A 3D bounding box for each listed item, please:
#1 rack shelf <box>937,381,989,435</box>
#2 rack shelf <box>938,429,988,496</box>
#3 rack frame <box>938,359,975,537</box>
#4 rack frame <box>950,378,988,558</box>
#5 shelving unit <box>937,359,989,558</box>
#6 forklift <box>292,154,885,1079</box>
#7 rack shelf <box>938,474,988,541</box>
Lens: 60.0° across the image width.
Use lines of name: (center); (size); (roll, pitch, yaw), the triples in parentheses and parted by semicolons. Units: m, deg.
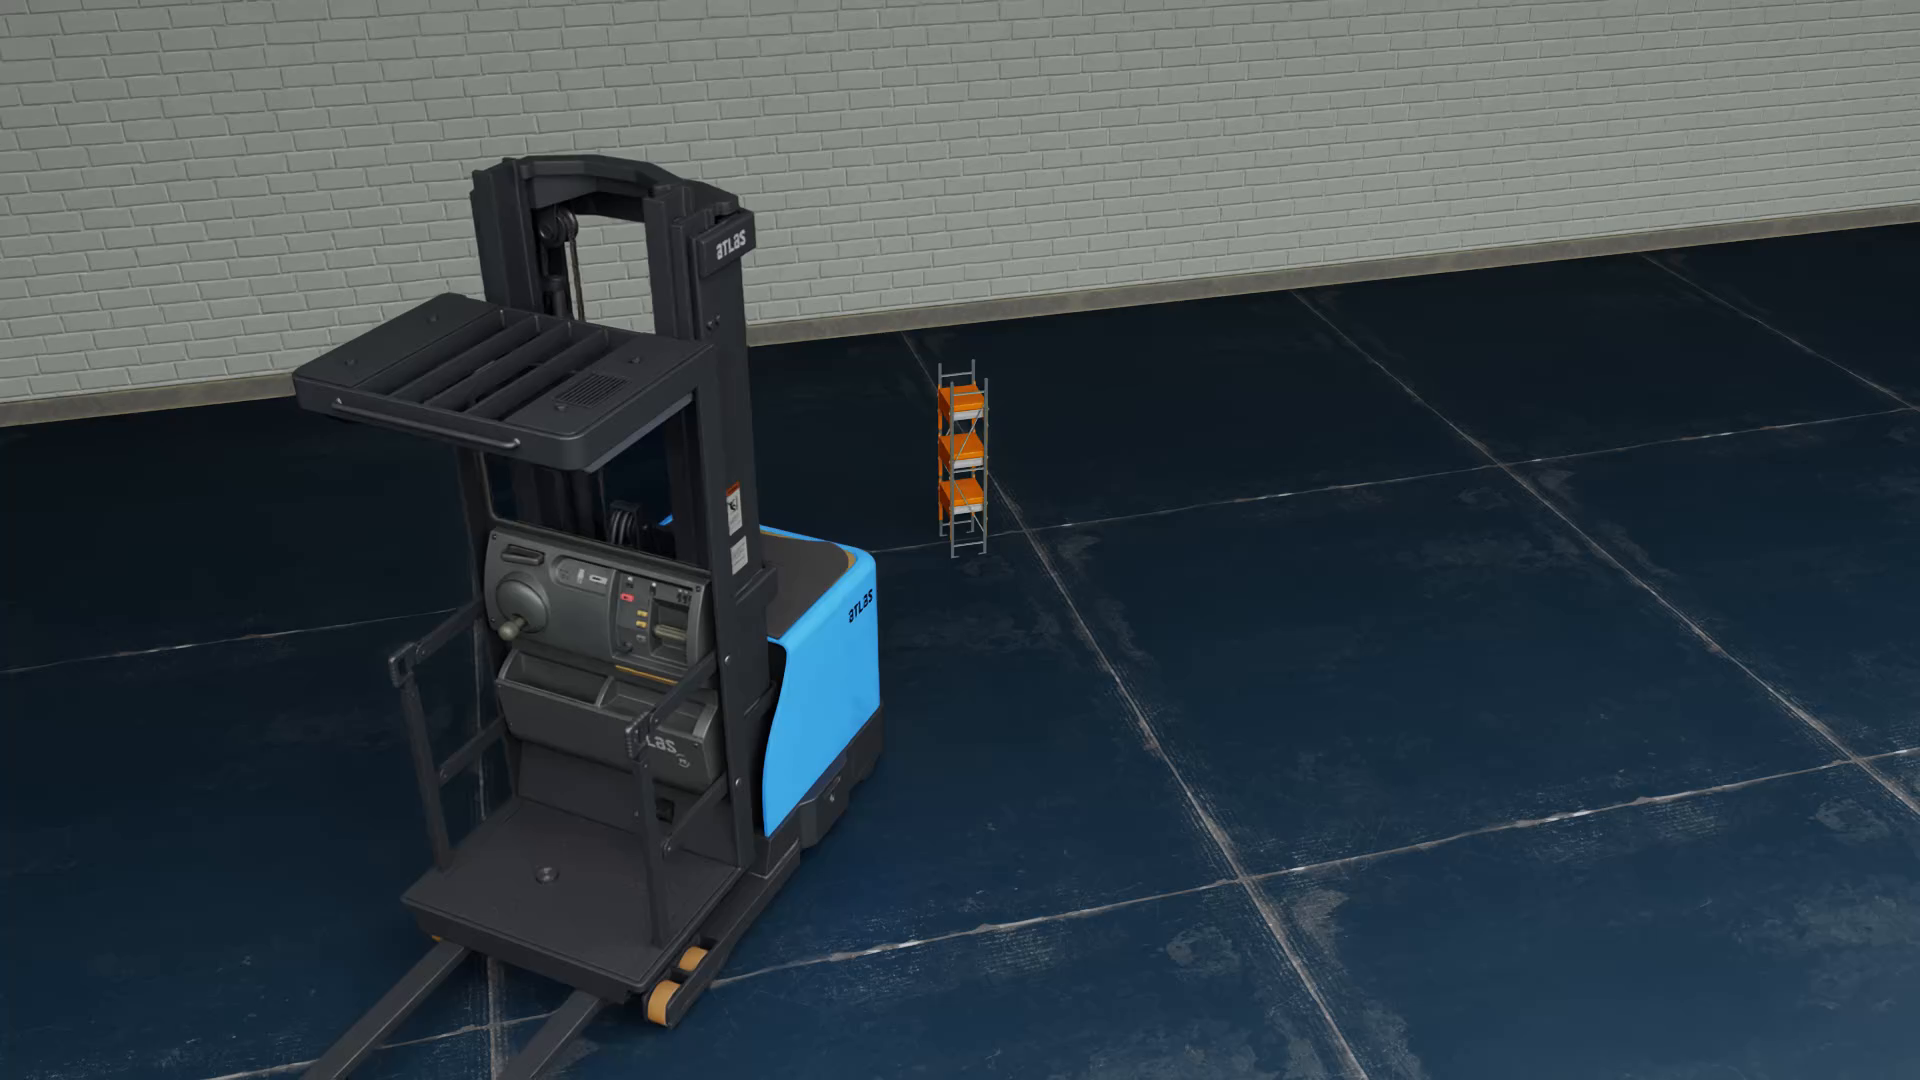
rack shelf: (0.014, -0.665, 8.806); (0.215, 0.259, 0.240); (-8, 31, -13)
rack shelf: (0.014, -0.419, 8.948); (0.215, 0.259, 0.240); (-8, 31, -13)
rack frame: (-0.018, -0.487, 9.044); (0.200, 1.050, 0.008); (-8, 31, -13)
rack frame: (0.047, -0.370, 8.841); (0.200, 1.050, 0.008); (-8, 31, -13)
shelving unit: (0.014, -0.429, 8.942); (0.215, 1.050, 0.252); (-8, 31, -13)
forklift: (-1.413, 0.279, 5.842); (1.130, 2.935, 3.031); (13, 32, 21)
rack shelf: (0.014, -0.179, 9.087); (0.215, 0.259, 0.240); (-8, 31, -13)
